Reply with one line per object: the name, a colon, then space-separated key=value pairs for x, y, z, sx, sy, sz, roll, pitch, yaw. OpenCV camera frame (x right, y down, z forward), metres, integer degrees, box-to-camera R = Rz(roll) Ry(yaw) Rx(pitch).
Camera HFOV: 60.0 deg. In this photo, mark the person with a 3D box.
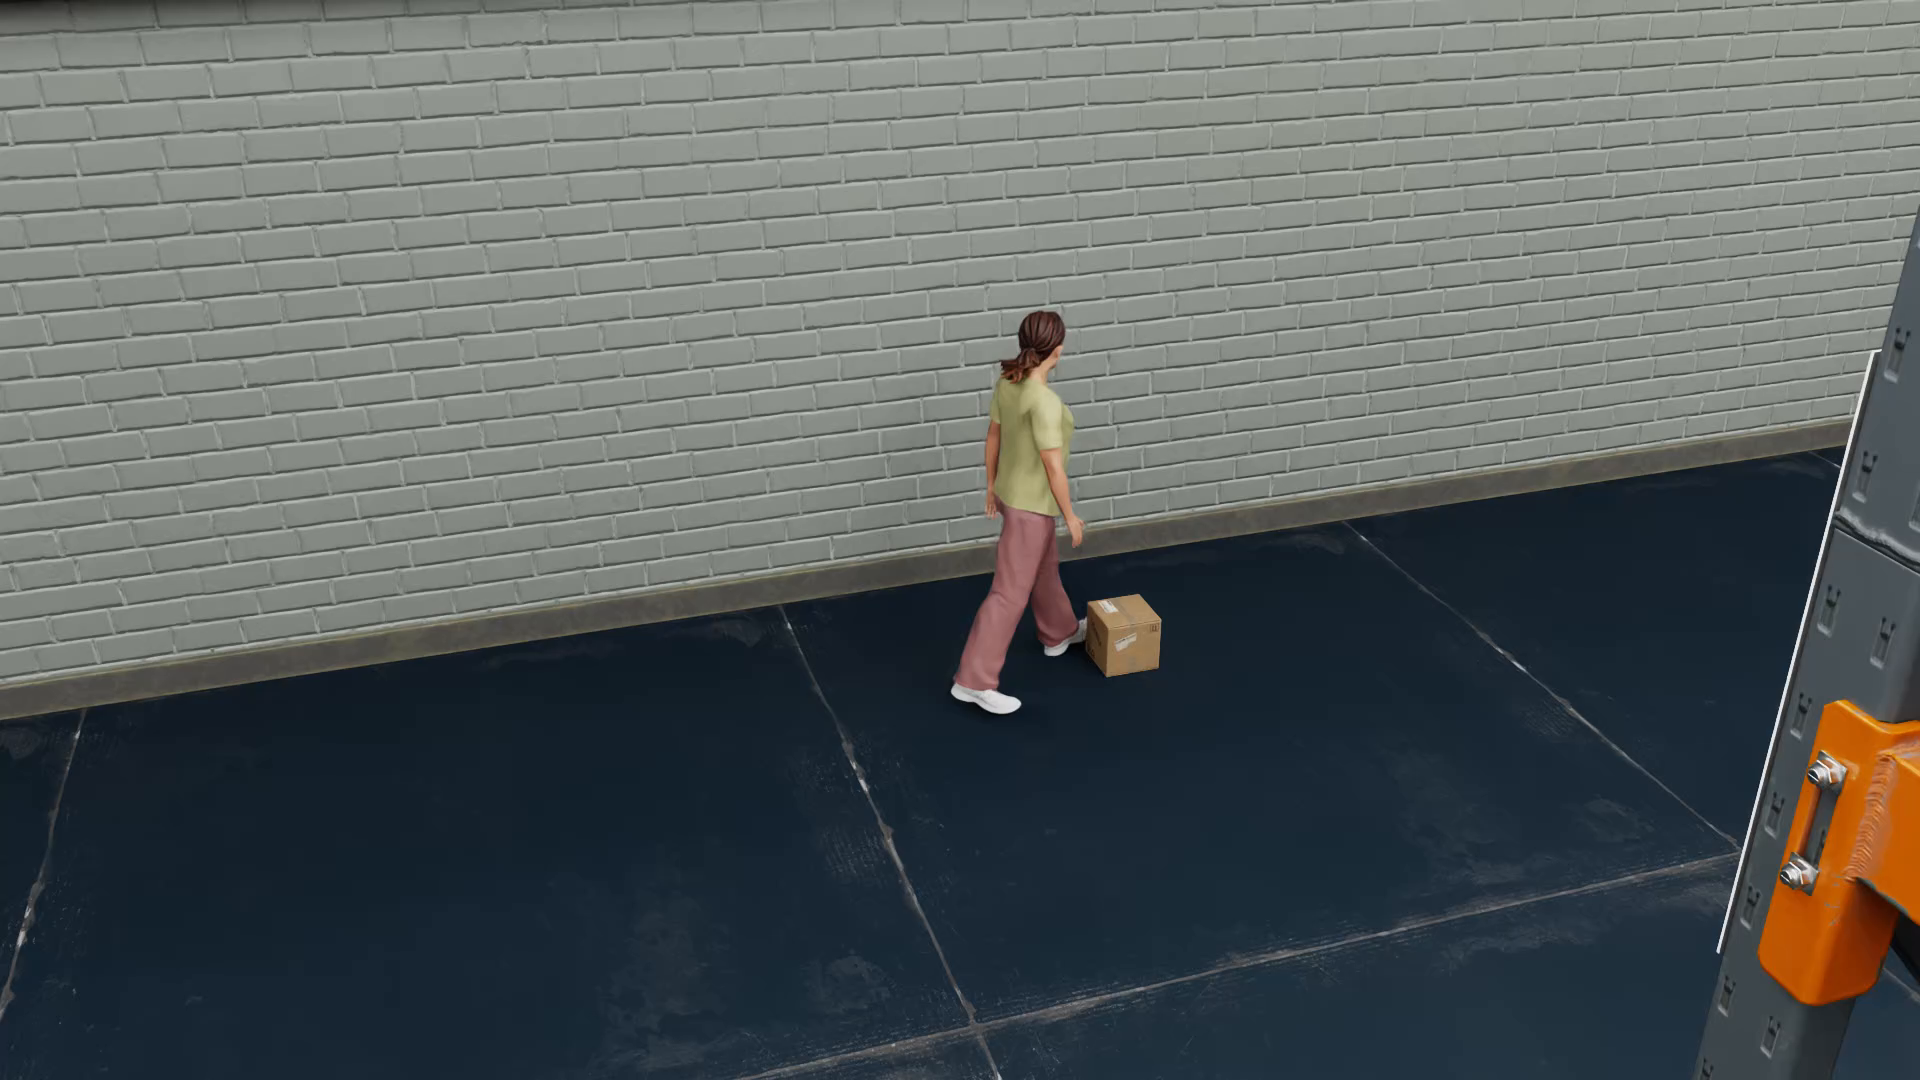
person: x=0.319 y=-0.130 z=6.905 sx=0.831 sy=1.647 sz=0.583 roll=-9 pitch=28 yaw=-17
